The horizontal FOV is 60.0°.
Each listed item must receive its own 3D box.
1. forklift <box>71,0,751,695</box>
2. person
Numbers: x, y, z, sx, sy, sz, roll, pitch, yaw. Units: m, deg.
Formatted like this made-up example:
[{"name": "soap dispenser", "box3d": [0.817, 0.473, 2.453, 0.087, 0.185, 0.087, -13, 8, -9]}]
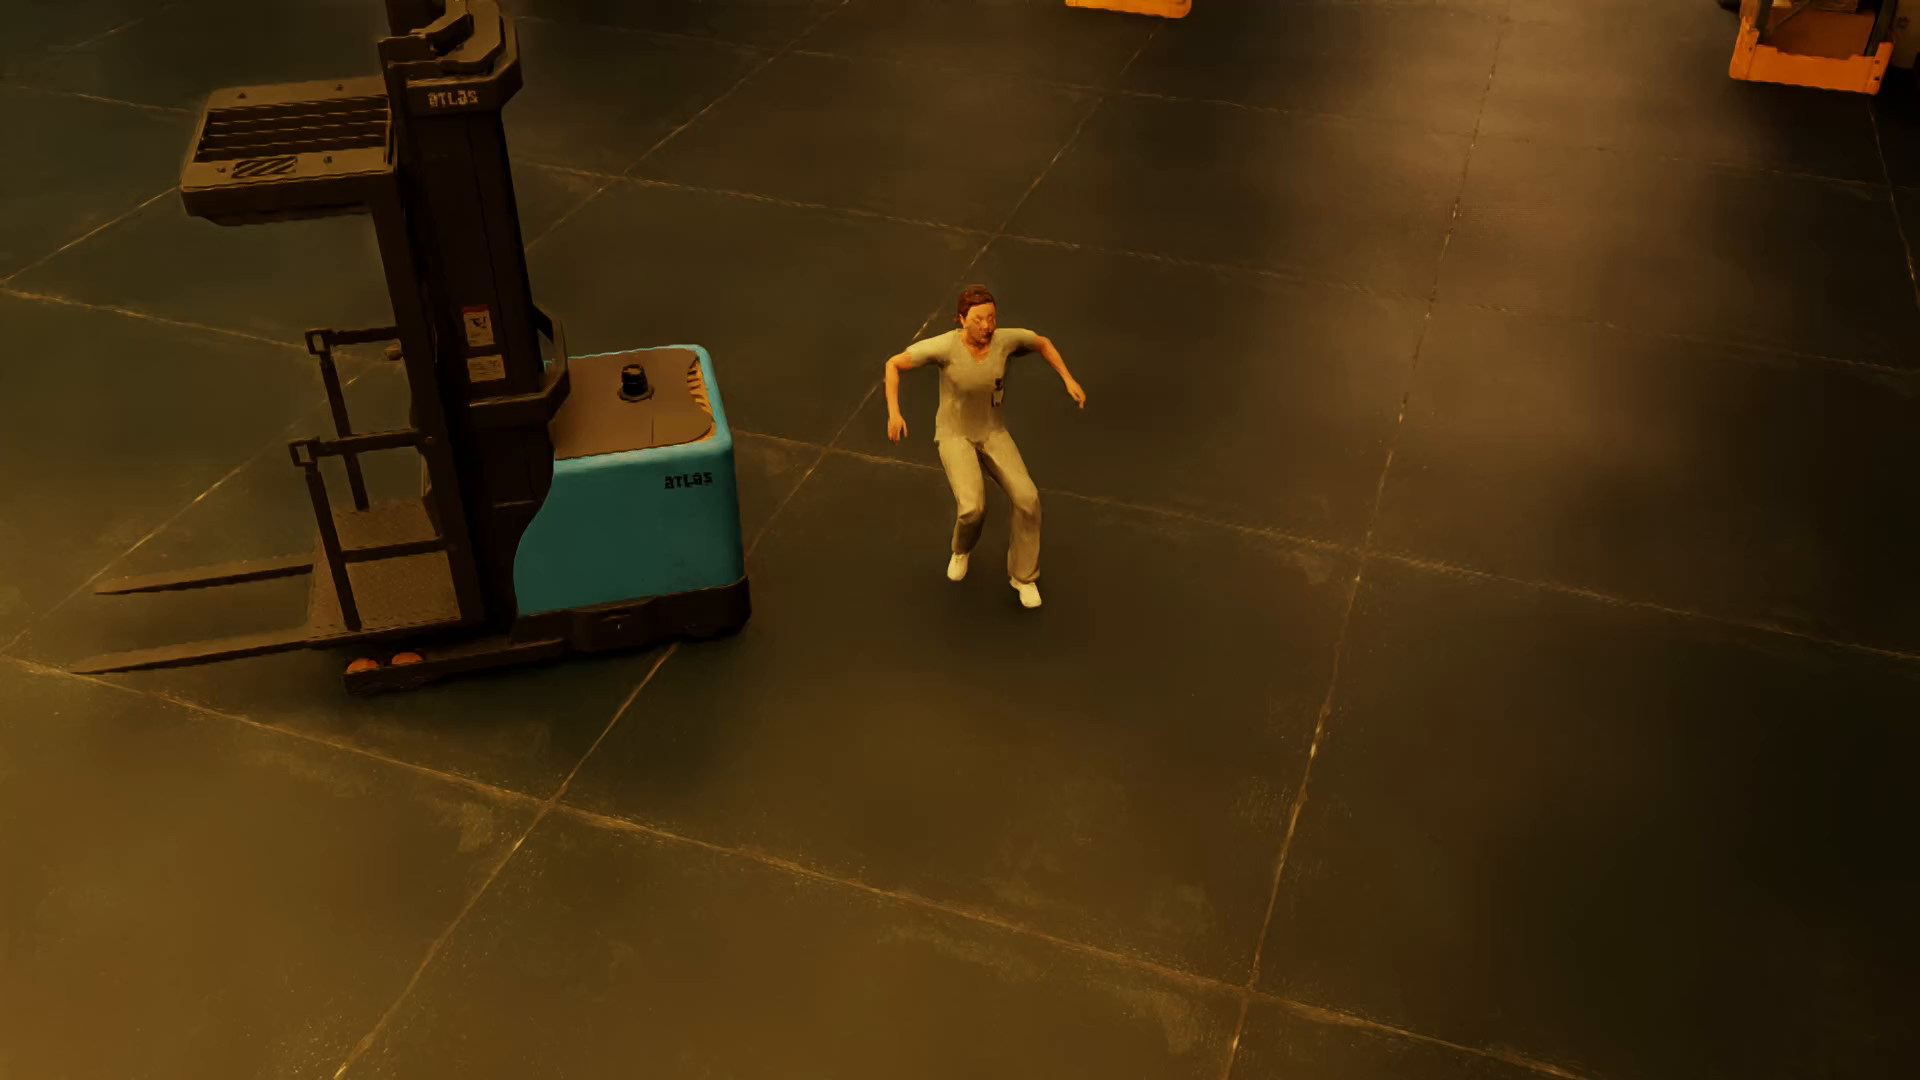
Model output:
[{"name": "forklift", "box3d": [-2.583, -0.822, 7.270, 3.031, 2.935, 1.130, -8, 36, -11]}, {"name": "person", "box3d": [0.163, -0.434, 7.946, 1.023, 1.518, 0.723, -12, 37, -17]}]
